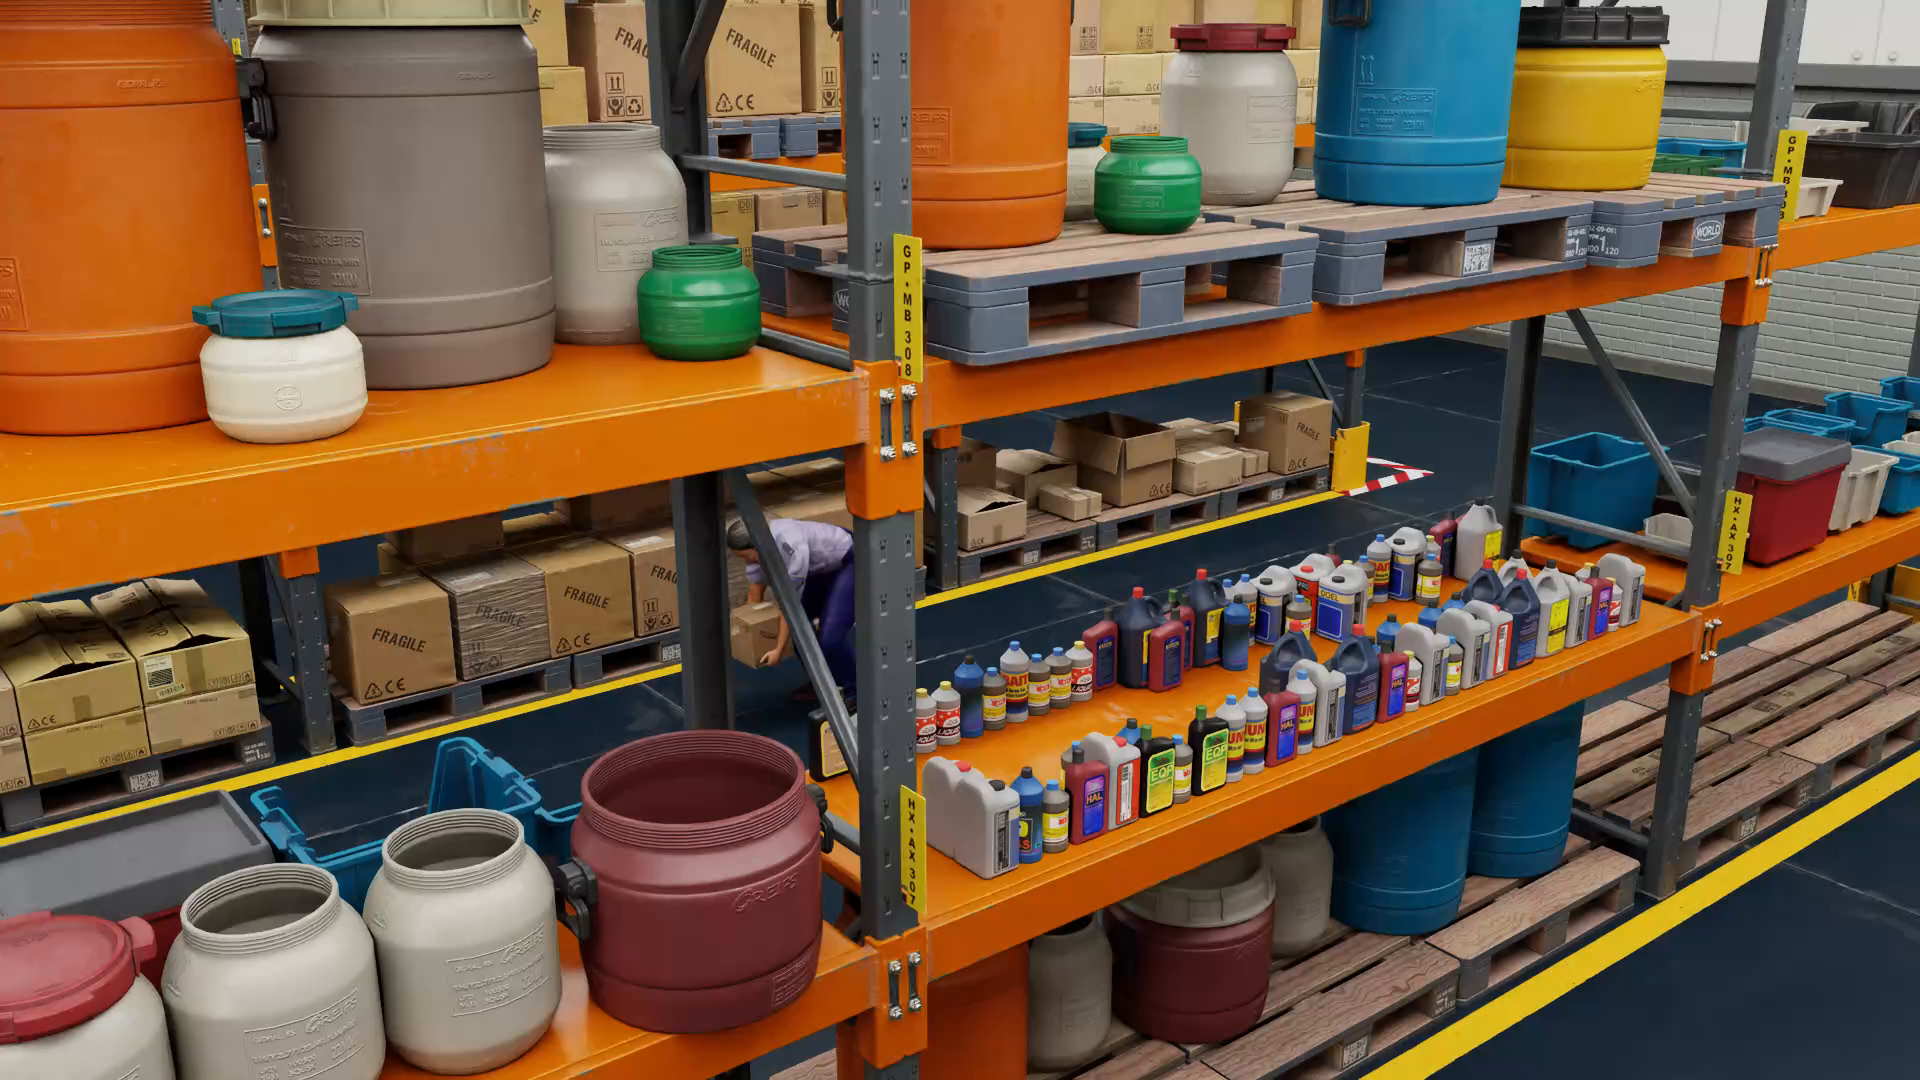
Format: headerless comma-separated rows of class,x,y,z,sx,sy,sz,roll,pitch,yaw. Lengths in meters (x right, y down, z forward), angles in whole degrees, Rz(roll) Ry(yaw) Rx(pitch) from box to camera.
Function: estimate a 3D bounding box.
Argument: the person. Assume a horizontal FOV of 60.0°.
person,-0.835,0.373,8.744,0.873,1.147,0.491,-15,23,-38
